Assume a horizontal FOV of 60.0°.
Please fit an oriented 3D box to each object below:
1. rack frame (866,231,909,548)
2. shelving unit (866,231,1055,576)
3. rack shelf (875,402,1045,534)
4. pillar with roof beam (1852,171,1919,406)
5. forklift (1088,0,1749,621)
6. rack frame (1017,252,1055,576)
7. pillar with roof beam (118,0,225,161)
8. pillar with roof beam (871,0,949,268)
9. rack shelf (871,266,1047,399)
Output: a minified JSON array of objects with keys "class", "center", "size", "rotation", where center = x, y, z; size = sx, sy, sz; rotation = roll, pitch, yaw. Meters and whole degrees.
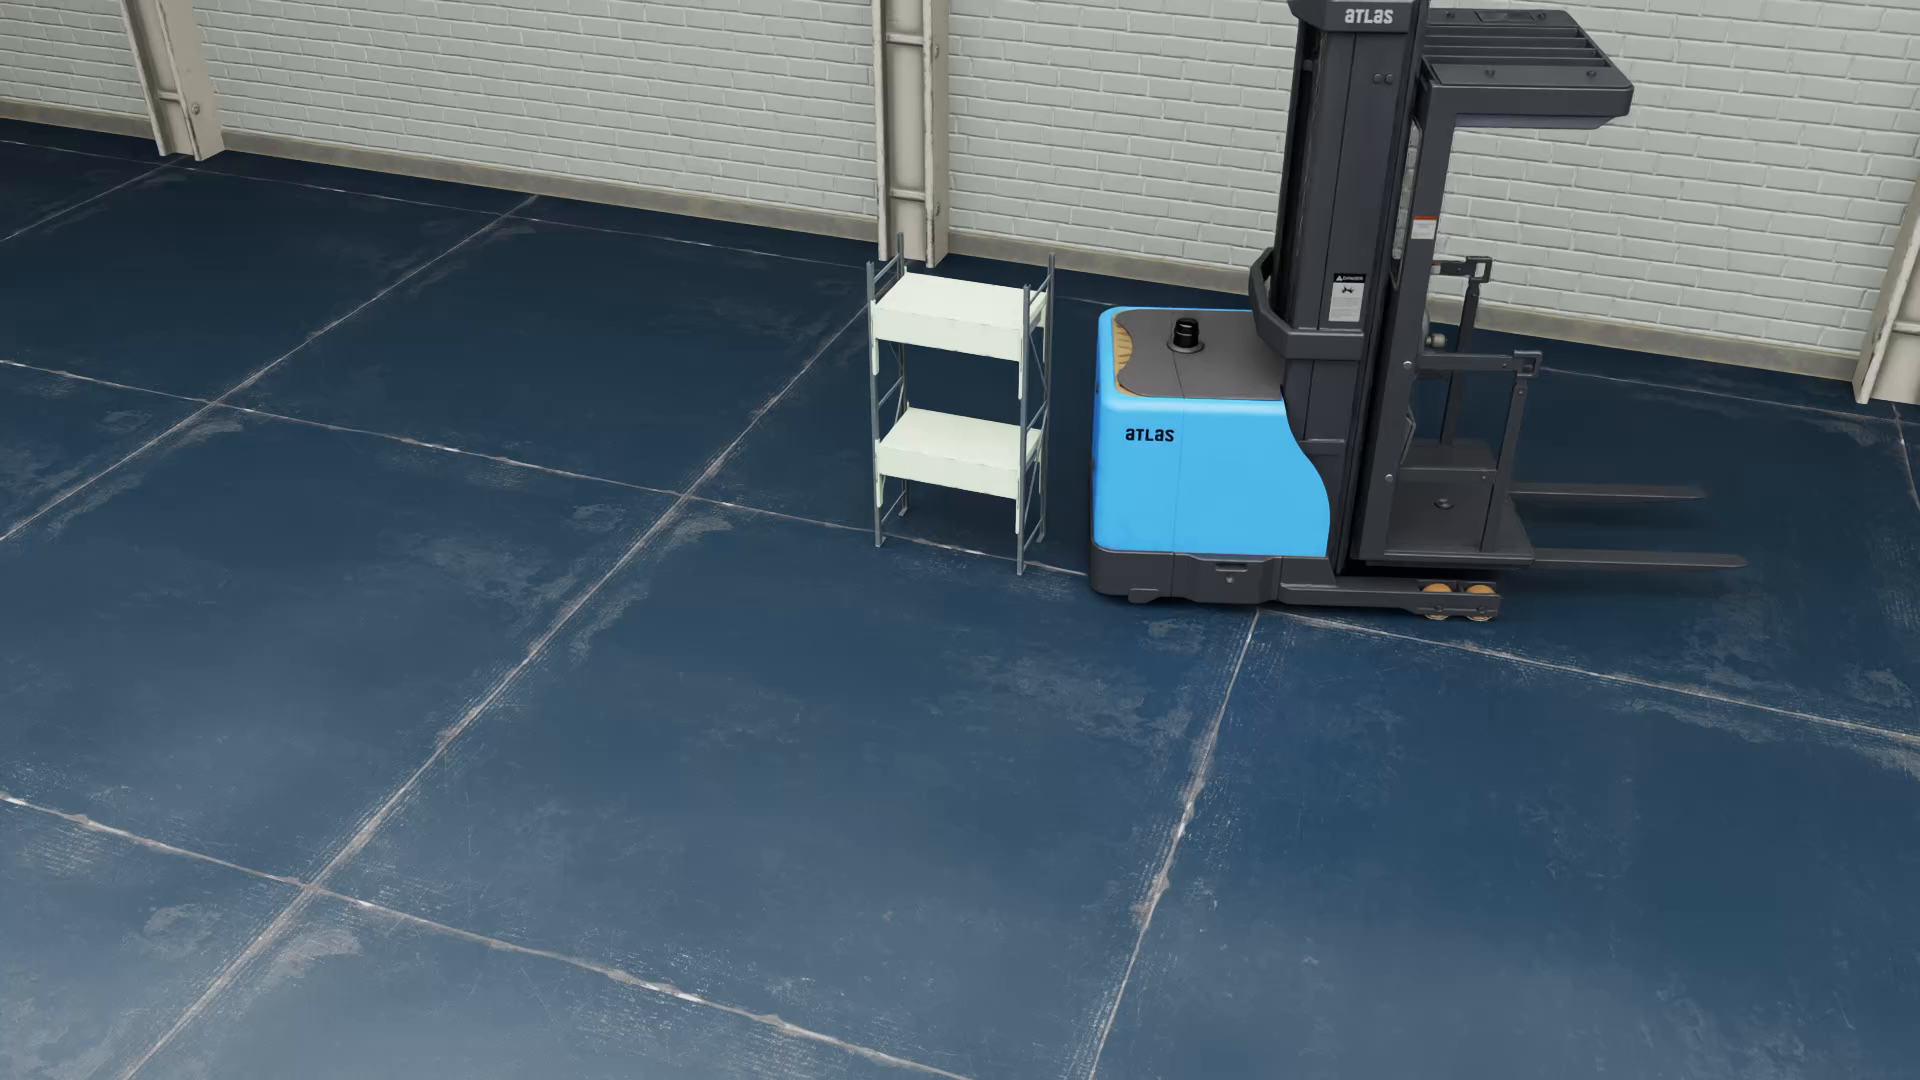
[{"class":"rack frame","center":[-0.338,-0.696,7.945],"size":[0.023,1.500,0.400],"rotation":[11,34,16]},{"class":"shelving unit","center":[0.006,-0.629,7.841],"size":[0.755,1.500,0.431],"rotation":[11,34,16]},{"class":"rack shelf","center":[0.006,-0.355,8.018],"size":[0.720,0.370,0.431],"rotation":[11,34,16]},{"class":"pillar with roof beam","center":[3.886,-2.407,3.681],"size":[0.400,9.000,9.100],"rotation":[11,34,16]},{"class":"forklift","center":[2.143,-1.155,7.337],"size":[3.031,2.935,1.130],"rotation":[2,33,3]},{"class":"rack frame","center":[0.351,-0.562,7.738],"size":[0.023,1.500,0.400],"rotation":[11,34,16]},{"class":"pillar with roof beam","center":[-7.410,-4.603,7.083],"size":[0.400,9.000,9.100],"rotation":[11,34,16]},{"class":"pillar with roof beam","center":[-1.762,-3.505,5.382],"size":[0.400,9.000,9.100],"rotation":[11,34,16]},{"class":"rack shelf","center":[0.006,-0.957,7.630],"size":[0.720,0.370,0.431],"rotation":[11,34,16]}]
